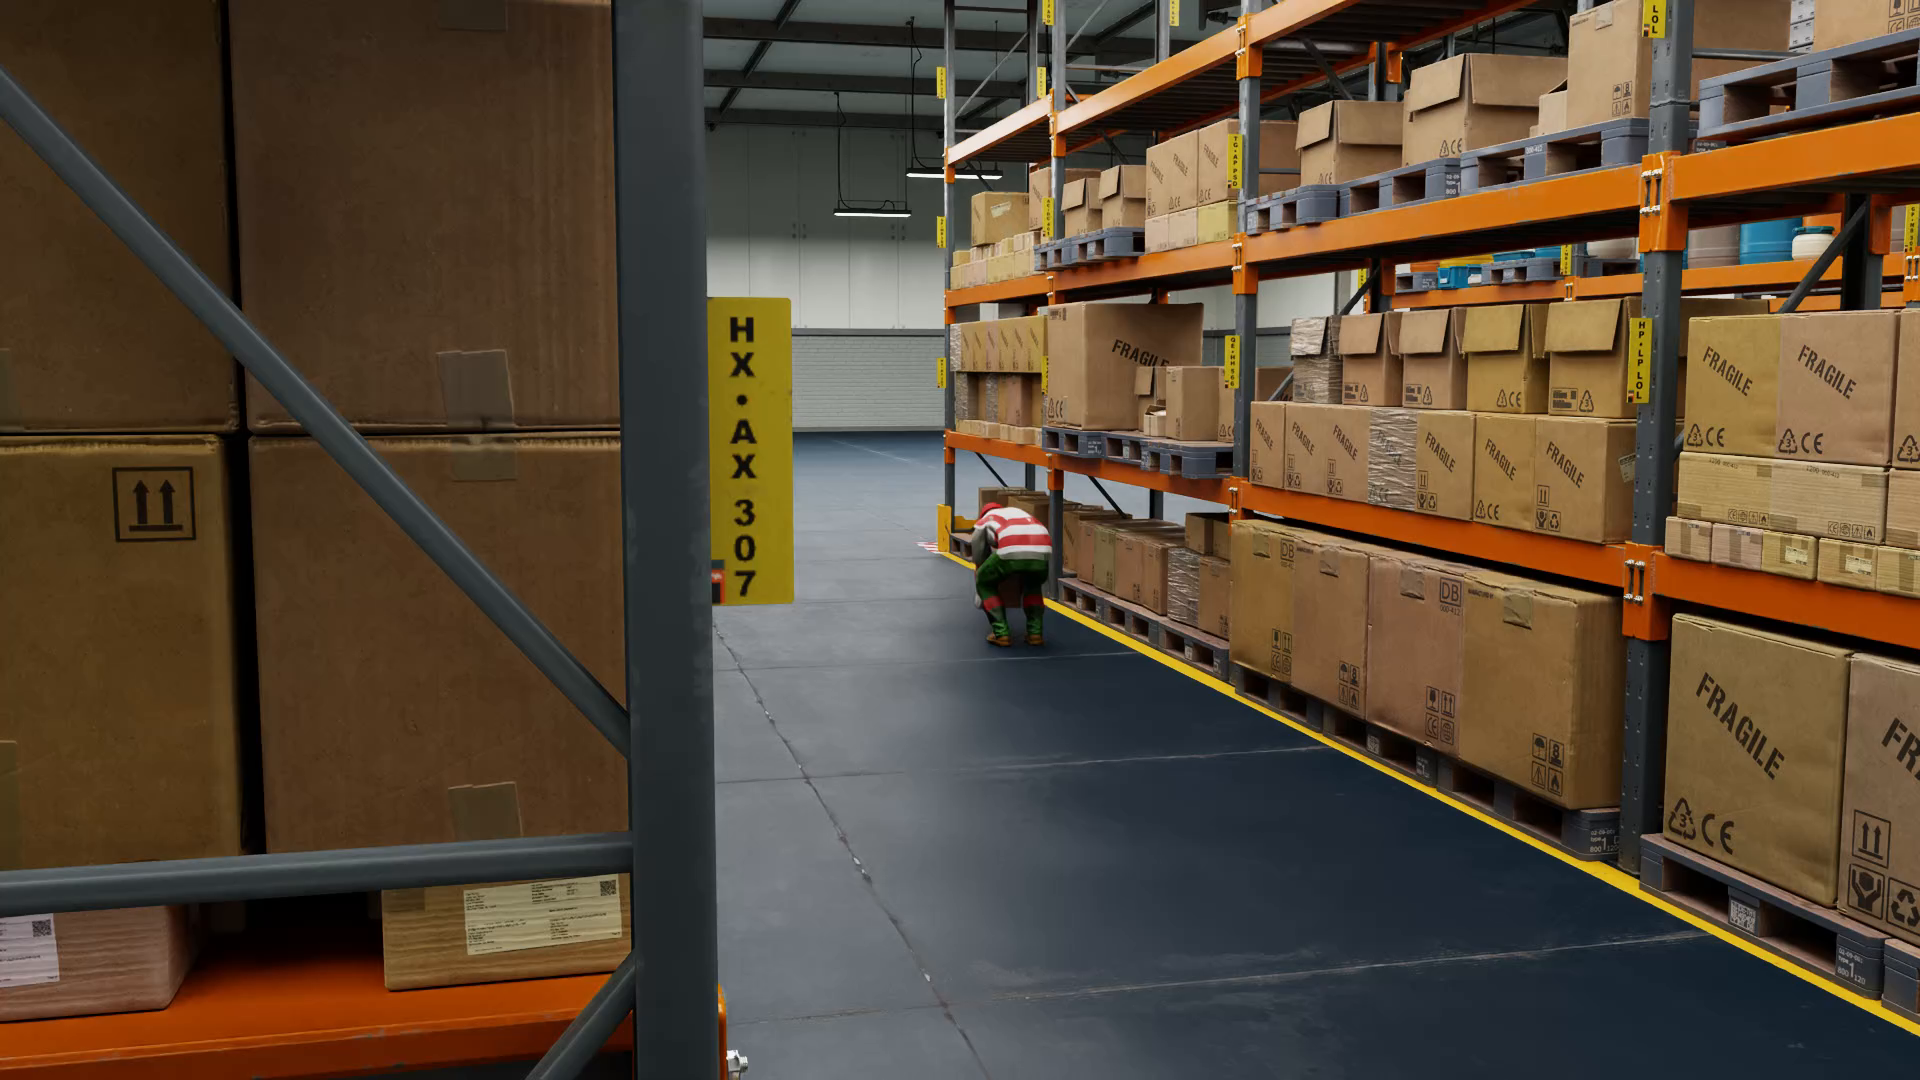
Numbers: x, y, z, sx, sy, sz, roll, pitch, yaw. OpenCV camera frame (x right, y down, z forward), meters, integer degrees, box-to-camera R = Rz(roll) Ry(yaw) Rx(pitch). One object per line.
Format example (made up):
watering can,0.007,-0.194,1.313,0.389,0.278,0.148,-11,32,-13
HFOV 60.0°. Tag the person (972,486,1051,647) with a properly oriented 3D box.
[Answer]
person,0.357,0.182,12.264,0.524,1.112,0.954,-2,6,-16
